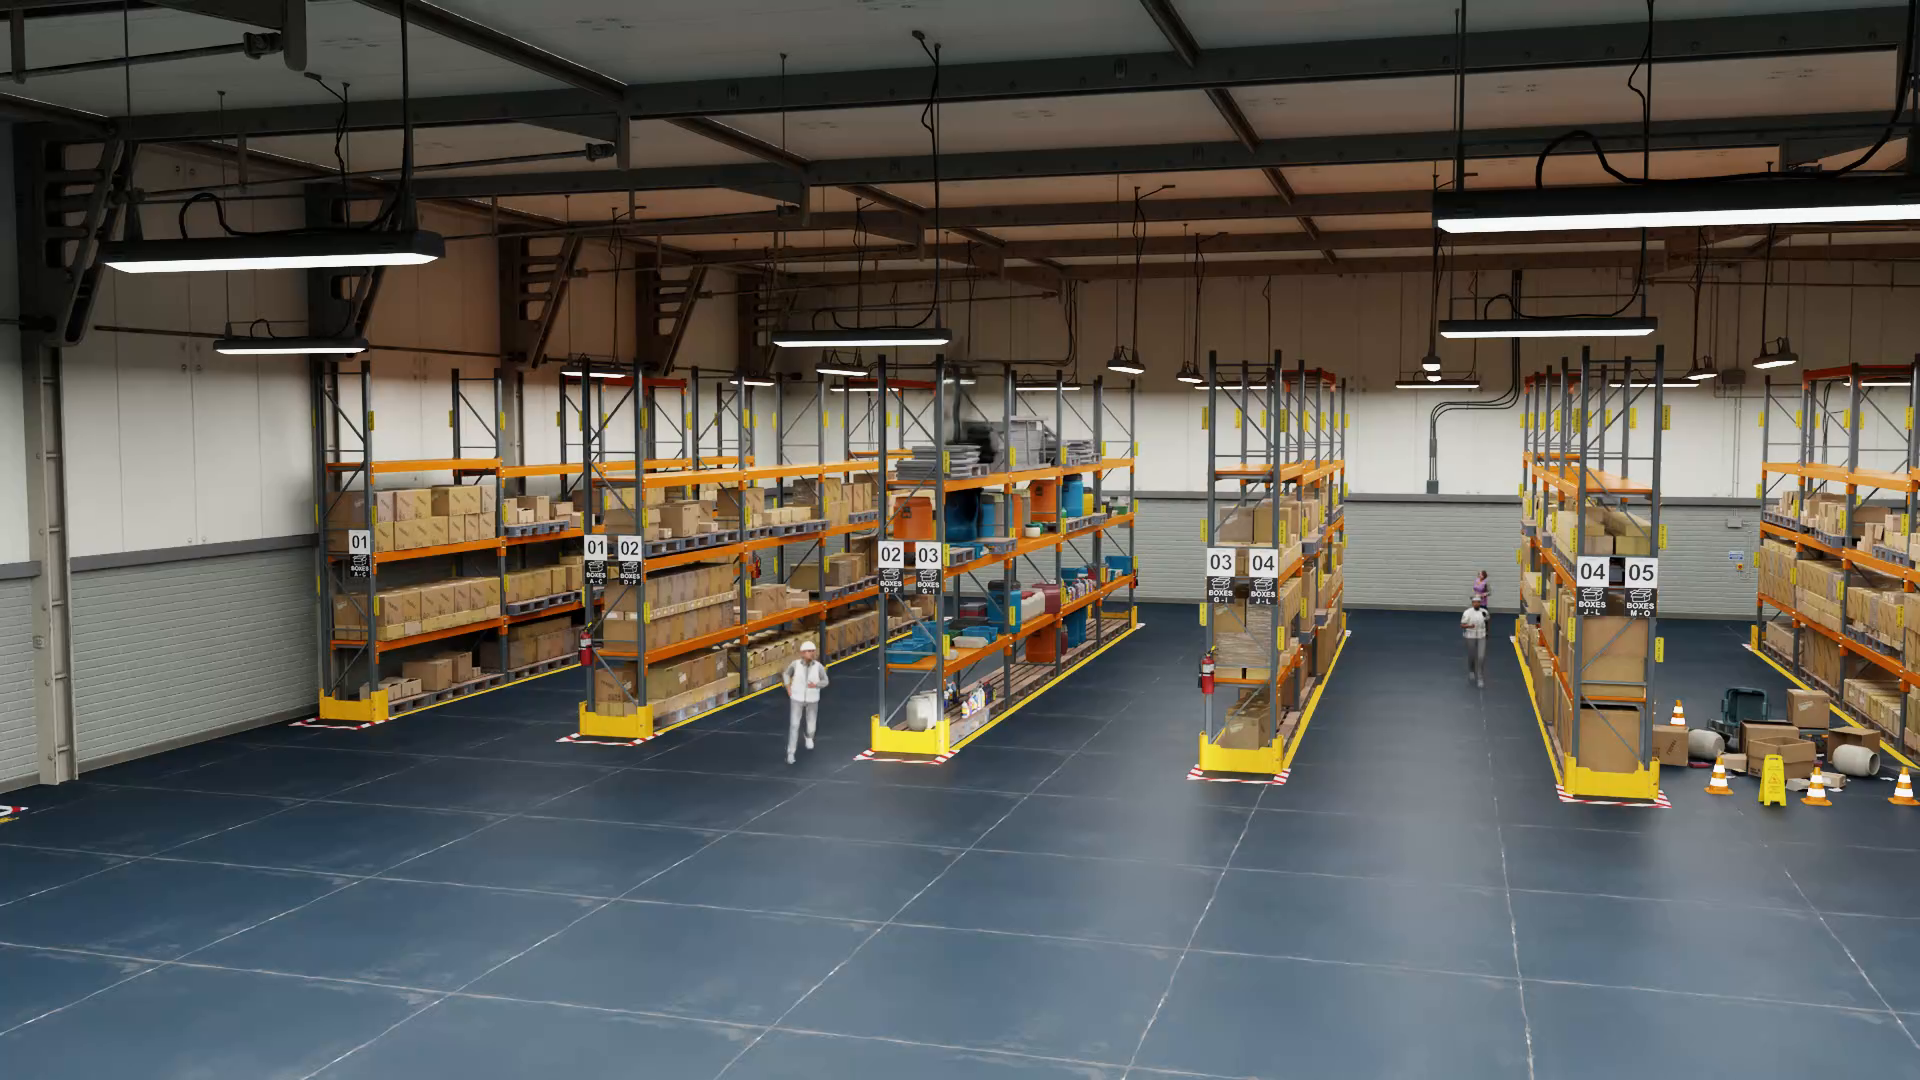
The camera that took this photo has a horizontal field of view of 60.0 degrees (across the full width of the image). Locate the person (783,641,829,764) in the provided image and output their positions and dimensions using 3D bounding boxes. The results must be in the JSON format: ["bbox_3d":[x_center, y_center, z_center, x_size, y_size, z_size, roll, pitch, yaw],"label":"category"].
[{"bbox_3d":[-2.288,2.380,24.753,0.678,1.754,0.903,-1,4,-10],"label":"person"}]

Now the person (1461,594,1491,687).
[{"bbox_3d":[9.810,1.881,31.621,0.576,1.719,0.890,1,4,12],"label":"person"}]

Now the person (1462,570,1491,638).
[{"bbox_3d":[12.042,1.482,38.427,0.700,1.618,0.585,-4,6,-43],"label":"person"}]
